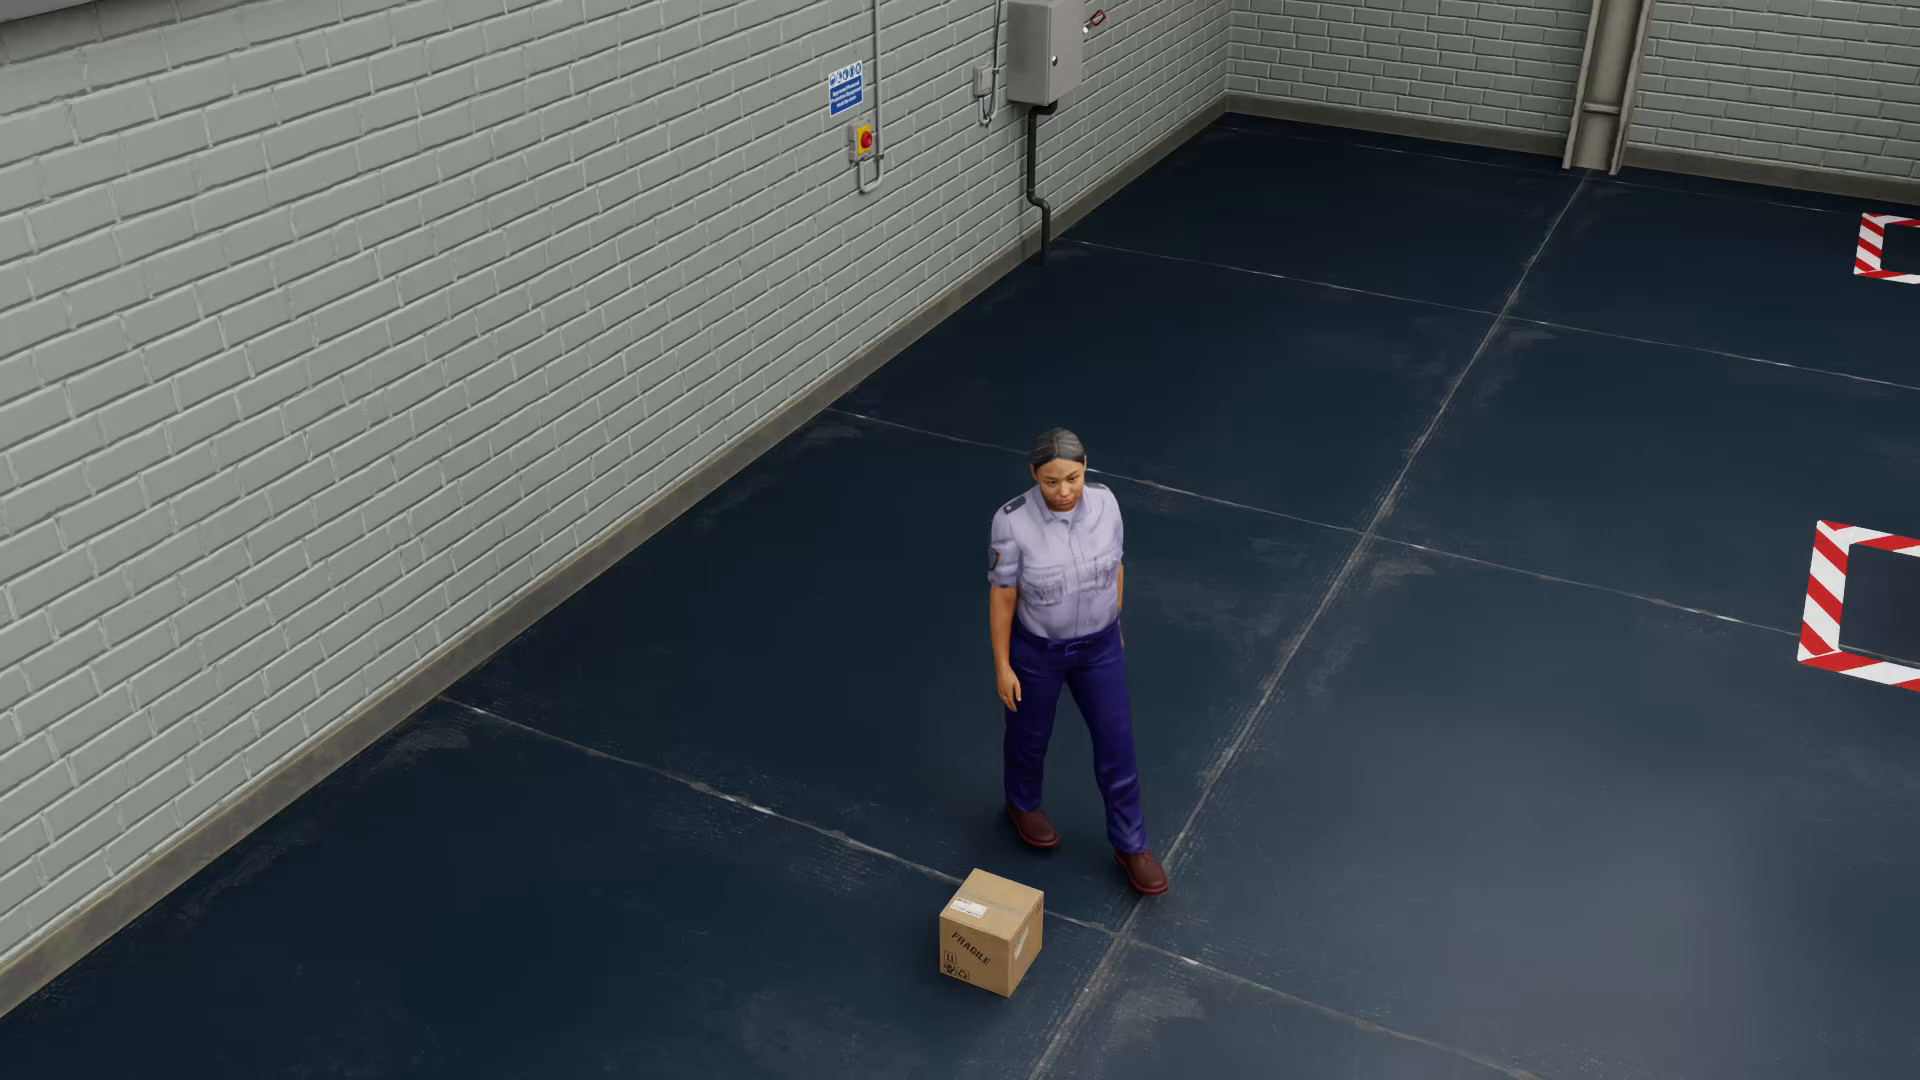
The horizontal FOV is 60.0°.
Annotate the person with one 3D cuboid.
[{"bbox_3d":[0.376,0.422,5.435,0.524,1.598,0.691,-9,31,-15],"label":"person"}]
